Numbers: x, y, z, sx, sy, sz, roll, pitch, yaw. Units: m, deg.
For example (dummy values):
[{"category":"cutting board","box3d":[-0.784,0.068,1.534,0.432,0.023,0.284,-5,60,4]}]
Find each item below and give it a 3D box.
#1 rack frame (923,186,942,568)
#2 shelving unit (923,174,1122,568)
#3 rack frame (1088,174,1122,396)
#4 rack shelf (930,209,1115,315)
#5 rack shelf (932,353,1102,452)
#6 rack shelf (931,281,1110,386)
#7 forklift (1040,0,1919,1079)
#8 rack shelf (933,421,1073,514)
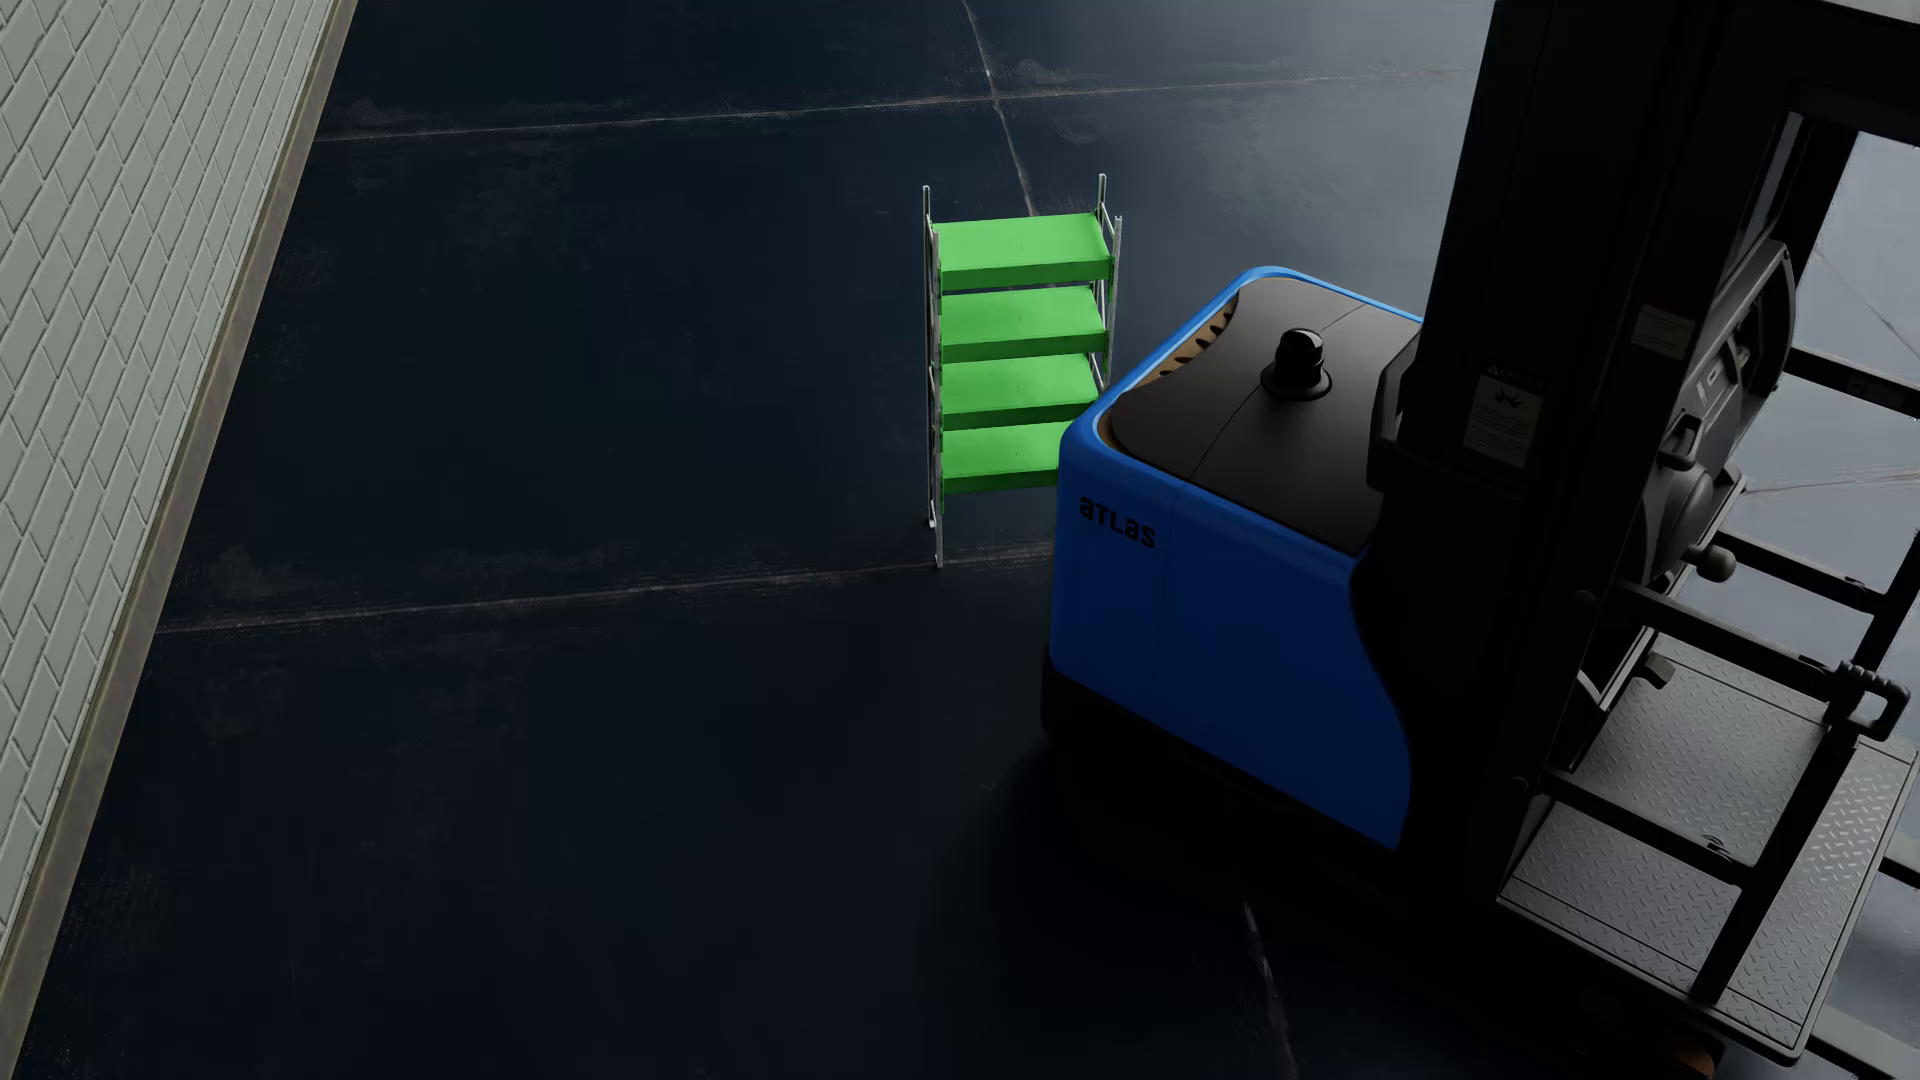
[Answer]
[{"category":"rack frame","box3d":[-0.078,-0.439,4.841,0.015,1.200,0.240,-5,42,-6]},{"category":"shelving unit","box3d":[0.164,-0.460,4.864,0.503,1.200,0.258,-5,42,-6]},{"category":"rack frame","box3d":[0.406,-0.481,4.888,0.015,1.200,0.240,-5,42,-6]},{"category":"rack shelf","box3d":[0.164,-0.769,4.585,0.480,0.148,0.258,-5,42,-6]},{"category":"rack shelf","box3d":[0.164,-0.412,4.907,0.480,0.148,0.258,-5,42,-6]},{"category":"rack shelf","box3d":[0.164,-0.591,4.746,0.480,0.148,0.258,-5,42,-6]},{"category":"forklift","box3d":[1.706,-0.206,3.290,3.031,2.935,1.130,27,48,26]},{"category":"rack shelf","box3d":[0.164,-0.234,5.068,0.480,0.148,0.258,-5,42,-6]}]
